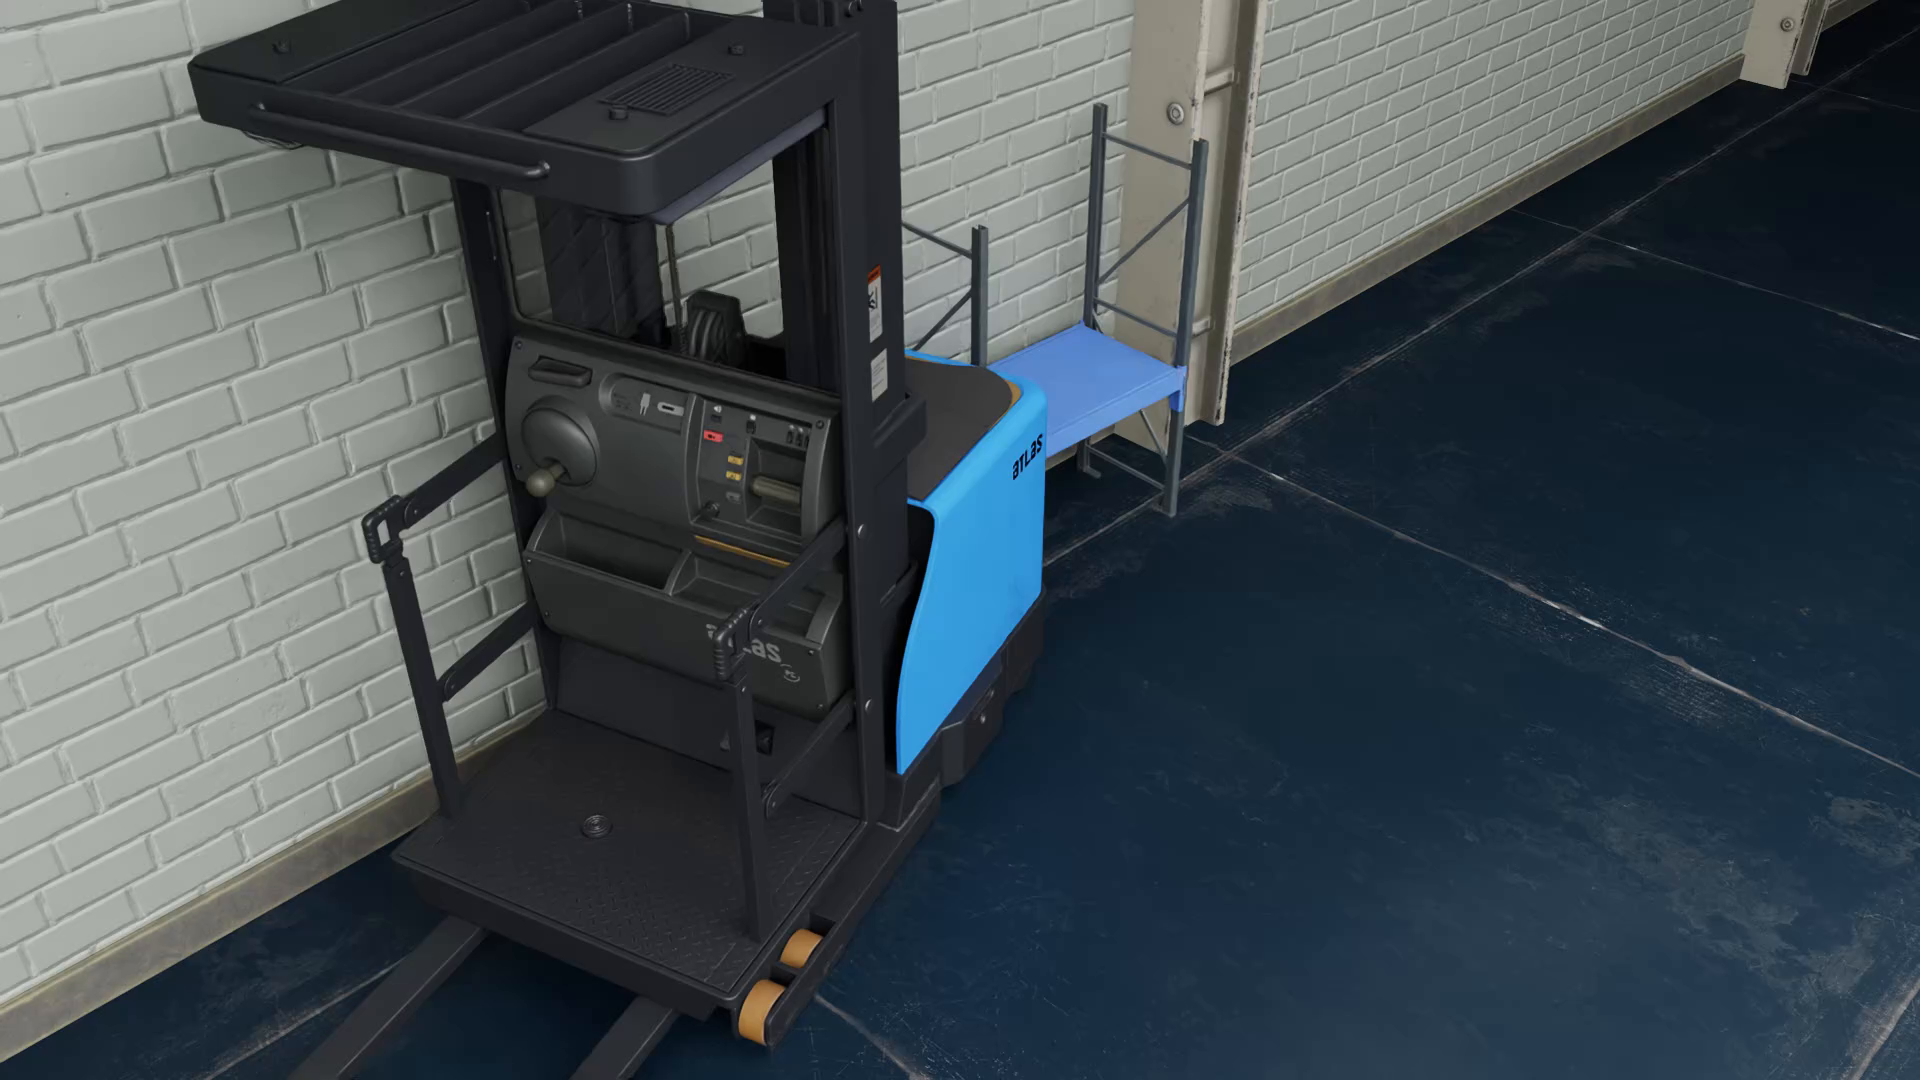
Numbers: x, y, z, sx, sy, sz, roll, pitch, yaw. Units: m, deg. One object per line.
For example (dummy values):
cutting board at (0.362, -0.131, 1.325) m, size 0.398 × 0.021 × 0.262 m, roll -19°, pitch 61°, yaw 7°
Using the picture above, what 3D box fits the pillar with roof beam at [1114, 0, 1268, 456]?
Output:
pillar with roof beam at (3.915, -2.435, 1.874) m, size 9.100 × 9.000 × 0.400 m, roll 30°, pitch 45°, yaw 35°

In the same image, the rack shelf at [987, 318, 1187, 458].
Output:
rack shelf at (0.276, -0.463, 5.918) m, size 1.000 × 0.185 × 0.538 m, roll -28°, pitch 44°, yaw -34°

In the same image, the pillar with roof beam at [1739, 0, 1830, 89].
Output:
pillar with roof beam at (8.143, -4.870, 5.367) m, size 9.100 × 9.000 × 0.400 m, roll 30°, pitch 45°, yaw 35°

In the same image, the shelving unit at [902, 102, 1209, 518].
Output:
shelving unit at (0.276, -0.611, 5.815) m, size 1.048 × 1.500 × 0.538 m, roll -28°, pitch 44°, yaw -34°

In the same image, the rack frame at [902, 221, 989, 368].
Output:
rack frame at (-0.095, -0.412, 5.530) m, size 0.032 × 1.500 × 0.500 m, roll -28°, pitch 44°, yaw -34°

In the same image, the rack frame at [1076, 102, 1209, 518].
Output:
rack frame at (0.648, -0.809, 6.100) m, size 0.032 × 1.500 × 0.500 m, roll -28°, pitch 44°, yaw -34°

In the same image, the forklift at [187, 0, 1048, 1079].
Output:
forklift at (-0.825, -0.173, 3.936) m, size 1.130 × 2.935 × 3.031 m, roll 16°, pitch 38°, yaw 21°
